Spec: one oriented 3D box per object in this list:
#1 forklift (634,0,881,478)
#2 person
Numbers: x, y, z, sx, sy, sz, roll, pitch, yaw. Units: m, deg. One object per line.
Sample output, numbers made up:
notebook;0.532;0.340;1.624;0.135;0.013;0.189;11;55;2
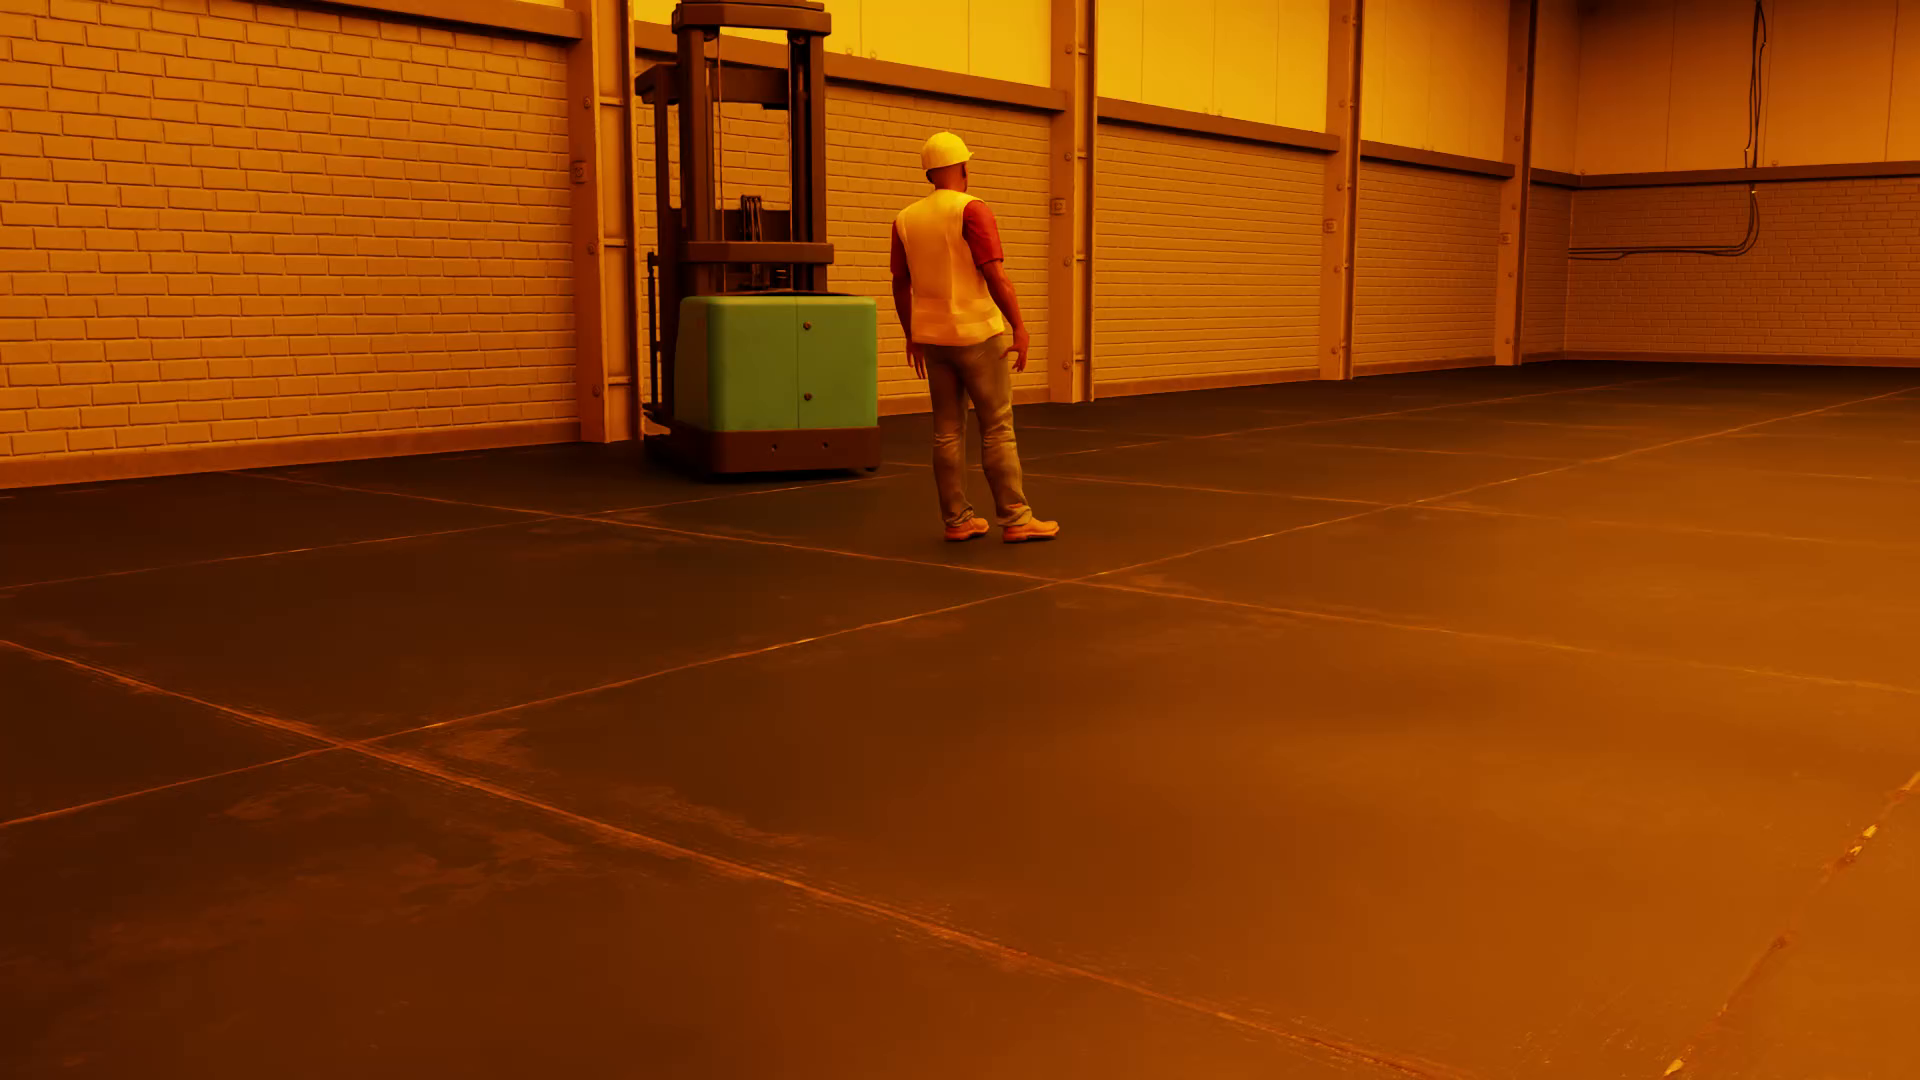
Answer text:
forklift;-1.480;-1.989;10.870;1.130;2.935;3.031;-3;9;-21
person;0.048;-0.888;7.327;0.666;1.768;0.575;7;11;38
